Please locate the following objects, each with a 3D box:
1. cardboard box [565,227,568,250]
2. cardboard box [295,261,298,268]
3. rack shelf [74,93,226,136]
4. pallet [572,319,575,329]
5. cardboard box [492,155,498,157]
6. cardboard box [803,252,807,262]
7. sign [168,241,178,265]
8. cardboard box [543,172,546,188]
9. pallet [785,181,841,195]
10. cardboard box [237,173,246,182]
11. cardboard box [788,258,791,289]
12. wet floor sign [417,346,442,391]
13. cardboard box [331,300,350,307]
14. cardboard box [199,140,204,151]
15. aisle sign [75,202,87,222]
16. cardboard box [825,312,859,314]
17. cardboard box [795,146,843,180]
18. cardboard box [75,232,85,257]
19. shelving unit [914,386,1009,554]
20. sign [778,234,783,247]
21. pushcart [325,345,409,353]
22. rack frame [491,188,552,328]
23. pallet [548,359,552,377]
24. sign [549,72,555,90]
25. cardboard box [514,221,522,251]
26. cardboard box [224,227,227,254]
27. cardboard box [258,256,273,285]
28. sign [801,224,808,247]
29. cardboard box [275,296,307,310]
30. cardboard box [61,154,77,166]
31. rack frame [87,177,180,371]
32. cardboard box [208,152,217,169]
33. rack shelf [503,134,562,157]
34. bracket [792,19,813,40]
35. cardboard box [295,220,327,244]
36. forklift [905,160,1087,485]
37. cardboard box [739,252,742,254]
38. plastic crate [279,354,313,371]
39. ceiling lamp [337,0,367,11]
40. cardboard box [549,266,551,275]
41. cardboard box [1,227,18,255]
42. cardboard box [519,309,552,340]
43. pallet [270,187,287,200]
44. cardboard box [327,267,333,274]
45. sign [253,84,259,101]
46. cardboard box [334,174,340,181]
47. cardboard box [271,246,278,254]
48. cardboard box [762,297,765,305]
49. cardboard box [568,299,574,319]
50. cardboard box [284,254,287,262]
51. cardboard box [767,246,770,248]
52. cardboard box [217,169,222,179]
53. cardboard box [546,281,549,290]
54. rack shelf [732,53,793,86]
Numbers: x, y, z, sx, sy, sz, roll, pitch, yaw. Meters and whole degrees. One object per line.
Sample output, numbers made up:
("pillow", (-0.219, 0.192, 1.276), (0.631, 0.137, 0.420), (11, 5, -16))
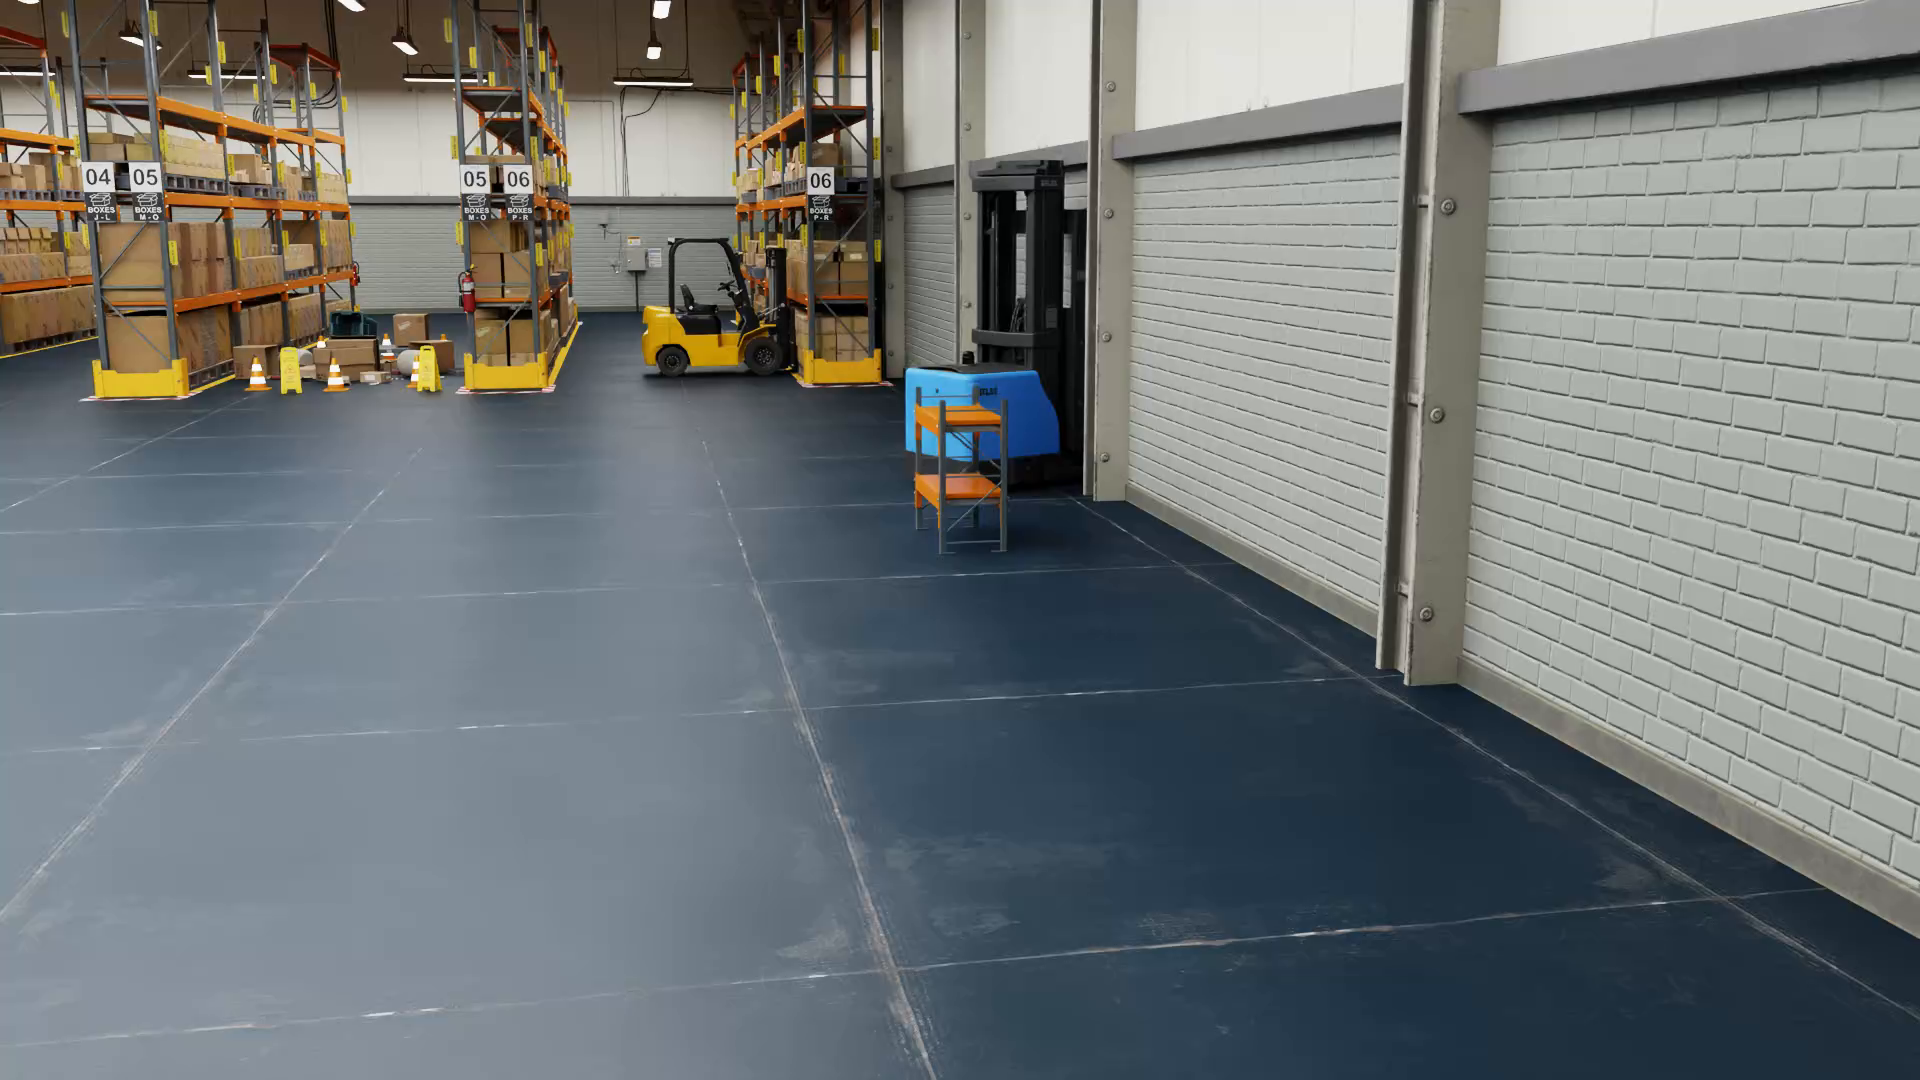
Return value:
("cardboard box", (-9.033, -6.737, 37.130), (0.500, 0.500, 0.500), (-2, 11, -10))
("cardboard box", (-13.204, -5.397, 32.577), (0.380, 0.149, 0.250), (-2, 11, -10))
("rack shelf", (-11.888, -6.278, 24.608), (1.077, 0.370, 4.000), (-2, 11, -11))
("pallet", (-9.309, -4.910, 37.930), (1.003, 0.211, 1.213), (-2, 11, -11))
("cardboard box", (-7.679, -6.400, 28.217), (0.500, 0.250, 0.500), (-2, 11, -10))
("cardboard box", (-2.216, -4.361, 25.584), (0.380, 0.149, 0.250), (-2, 11, -10))
("sign", (-10.954, -3.997, 23.149), (0.100, 0.325, 0.005), (-2, 11, -11))
("cardboard box", (-7.091, -5.921, 27.365), (0.500, 0.250, 0.500), (-2, 11, -12))
("pallet", (-2.382, -5.902, 27.898), (1.003, 0.211, 1.213), (-2, 11, -11))
("cardboard box", (-12.295, -6.120, 28.086), (0.380, 0.149, 0.250), (-2, 11, -11))
("cardboard box", (-2.625, -4.491, 28.001), (0.500, 0.500, 0.500), (-2, 11, -10))
("wet floor sign", (-7.676, -2.482, 24.013), (0.267, 0.644, 0.232), (2, 11, 9))
("cardboard box", (-14.092, -5.368, 37.787), (0.380, 0.149, 0.250), (-2, 11, -12))
("cardboard box", (-11.649, -5.958, 25.104), (0.380, 0.149, 0.250), (-2, 11, -12))
("aisle sign", (-19.804, -7.566, 37.474), (0.394, 0.787, 0.004), (-2, 11, -11))
("cardboard box", (-1.890, -3.519, 26.721), (0.500, 0.250, 0.500), (-2, 11, -11))
("cardboard box", (-2.221, -5.936, 26.180), (0.700, 0.500, 0.500), (-2, 11, -11))
("cardboard box", (-18.648, -6.182, 34.753), (0.500, 0.500, 0.500), (-2, 11, -11))
("shelving unit", (-0.001, -0.554, 12.598), (0.538, 1.125, 1.048), (-2, 11, -11))
("sign", (-3.103, -5.136, 28.773), (0.100, 0.325, 0.005), (-2, 11, -11))
("pushcart", (-9.668, -3.066, 27.796), (1.648, 0.377, 0.936), (-6, 13, -31))
("rack frame", (-7.441, -4.446, 28.035), (1.000, 3.000, 0.127), (-2, 11, -11))
("pallet", (-7.035, -2.730, 26.477), (1.003, 0.211, 1.213), (-2, 11, -11))
("sign", (-7.689, -8.646, 31.347), (0.100, 0.325, 0.005), (-2, 11, -11))
("cardboard box", (-7.229, -4.764, 25.968), (0.700, 0.500, 0.500), (-2, 11, -11))
("cardboard box", (-12.239, -4.783, 26.515), (0.875, 0.550, 0.550), (-2, 11, -11))
("cardboard box", (-12.511, -4.774, 29.491), (0.500, 0.500, 0.500), (-2, 11, -12))
("sign", (-2.330, -4.562, 24.912), (0.100, 0.325, 0.005), (-2, 11, -11))
("cardboard box", (-13.134, -4.648, 32.649), (0.500, 0.250, 0.500), (-2, 11, -11))
("cardboard box", (-19.113, -8.062, 35.348), (0.500, 0.250, 0.500), (-2, 11, -13))
("rack frame", (-11.499, -3.514, 23.137), (1.000, 3.000, 0.127), (-2, 11, -11))
("cardboard box", (-11.831, -5.876, 25.736), (0.500, 0.250, 0.500), (-2, 11, -11))
("rack shelf", (-8.608, -7.944, 33.360), (1.077, 0.370, 4.000), (-2, 11, -11))
("bracket", (-3.143, -10.406, 33.675), (0.076, 0.066, 4.783), (-2, 11, -11))
("cardboard box", (-13.682, -6.493, 35.051), (0.500, 0.500, 0.500), (-2, 11, -10))
("forklift", (0.972, -2.064, 15.703), (3.031, 2.935, 1.130), (-8, 13, -36))
("cardboard box", (-4.985, -6.715, 39.562), (0.500, 0.250, 0.500), (-2, 11, -10))
("plastic crate", (-10.958, -2.910, 27.332), (0.450, 0.188, 0.662), (-7, 8, 20))
("ceiling lamp", (-9.557, -10.157, 26.381), (0.800, 3.185, 2.000), (-2, 11, -11))
("cardboard box", (-7.239, -4.642, 28.612), (0.380, 0.149, 0.250), (-2, 11, -10))
("cardboard box", (-18.190, -5.616, 31.229), (0.797, 0.503, 0.637), (-2, 11, -10))
("cardboard box", (-7.063, -3.572, 27.664), (0.500, 0.500, 0.500), (-2, 11, -12))
("pallet", (-12.878, -6.246, 29.973), (1.213, 0.211, 1.003), (-2, 11, -8))
("cardboard box", (-13.826, -5.846, 36.060), (0.380, 0.149, 0.250), (-2, 11, -10))
("sign", (-14.369, -9.144, 33.959), (0.100, 0.325, 0.005), (-2, 11, -11))
("cardboard box", (-14.098, -8.099, 37.203), (0.380, 0.149, 0.250), (-2, 11, -10))
("cardboard box", (-12.956, -5.449, 31.261), (0.380, 0.149, 0.250), (-2, 11, -11))
("cardboard box", (-3.926, -4.984, 34.686), (0.380, 0.149, 0.250), (-3, 11, -14))
("cardboard box", (-9.362, -5.310, 38.301), (0.875, 0.438, 0.875), (-2, 11, -9))
("cardboard box", (-13.007, -5.356, 31.568), (0.380, 0.149, 0.250), (-2, 11, -8))
("cardboard box", (-3.525, -5.611, 32.151), (0.380, 0.149, 0.250), (-2, 11, -10))
("cardboard box", (-11.843, -5.752, 26.154), (0.380, 0.149, 0.250), (-2, 11, -10))
("cardboard box", (-7.024, -4.230, 27.568), (0.380, 0.149, 0.250), (-2, 11, -10))
("rack shelf", (-4.518, -10.688, 37.819), (1.077, 0.370, 4.000), (-2, 11, -11))
